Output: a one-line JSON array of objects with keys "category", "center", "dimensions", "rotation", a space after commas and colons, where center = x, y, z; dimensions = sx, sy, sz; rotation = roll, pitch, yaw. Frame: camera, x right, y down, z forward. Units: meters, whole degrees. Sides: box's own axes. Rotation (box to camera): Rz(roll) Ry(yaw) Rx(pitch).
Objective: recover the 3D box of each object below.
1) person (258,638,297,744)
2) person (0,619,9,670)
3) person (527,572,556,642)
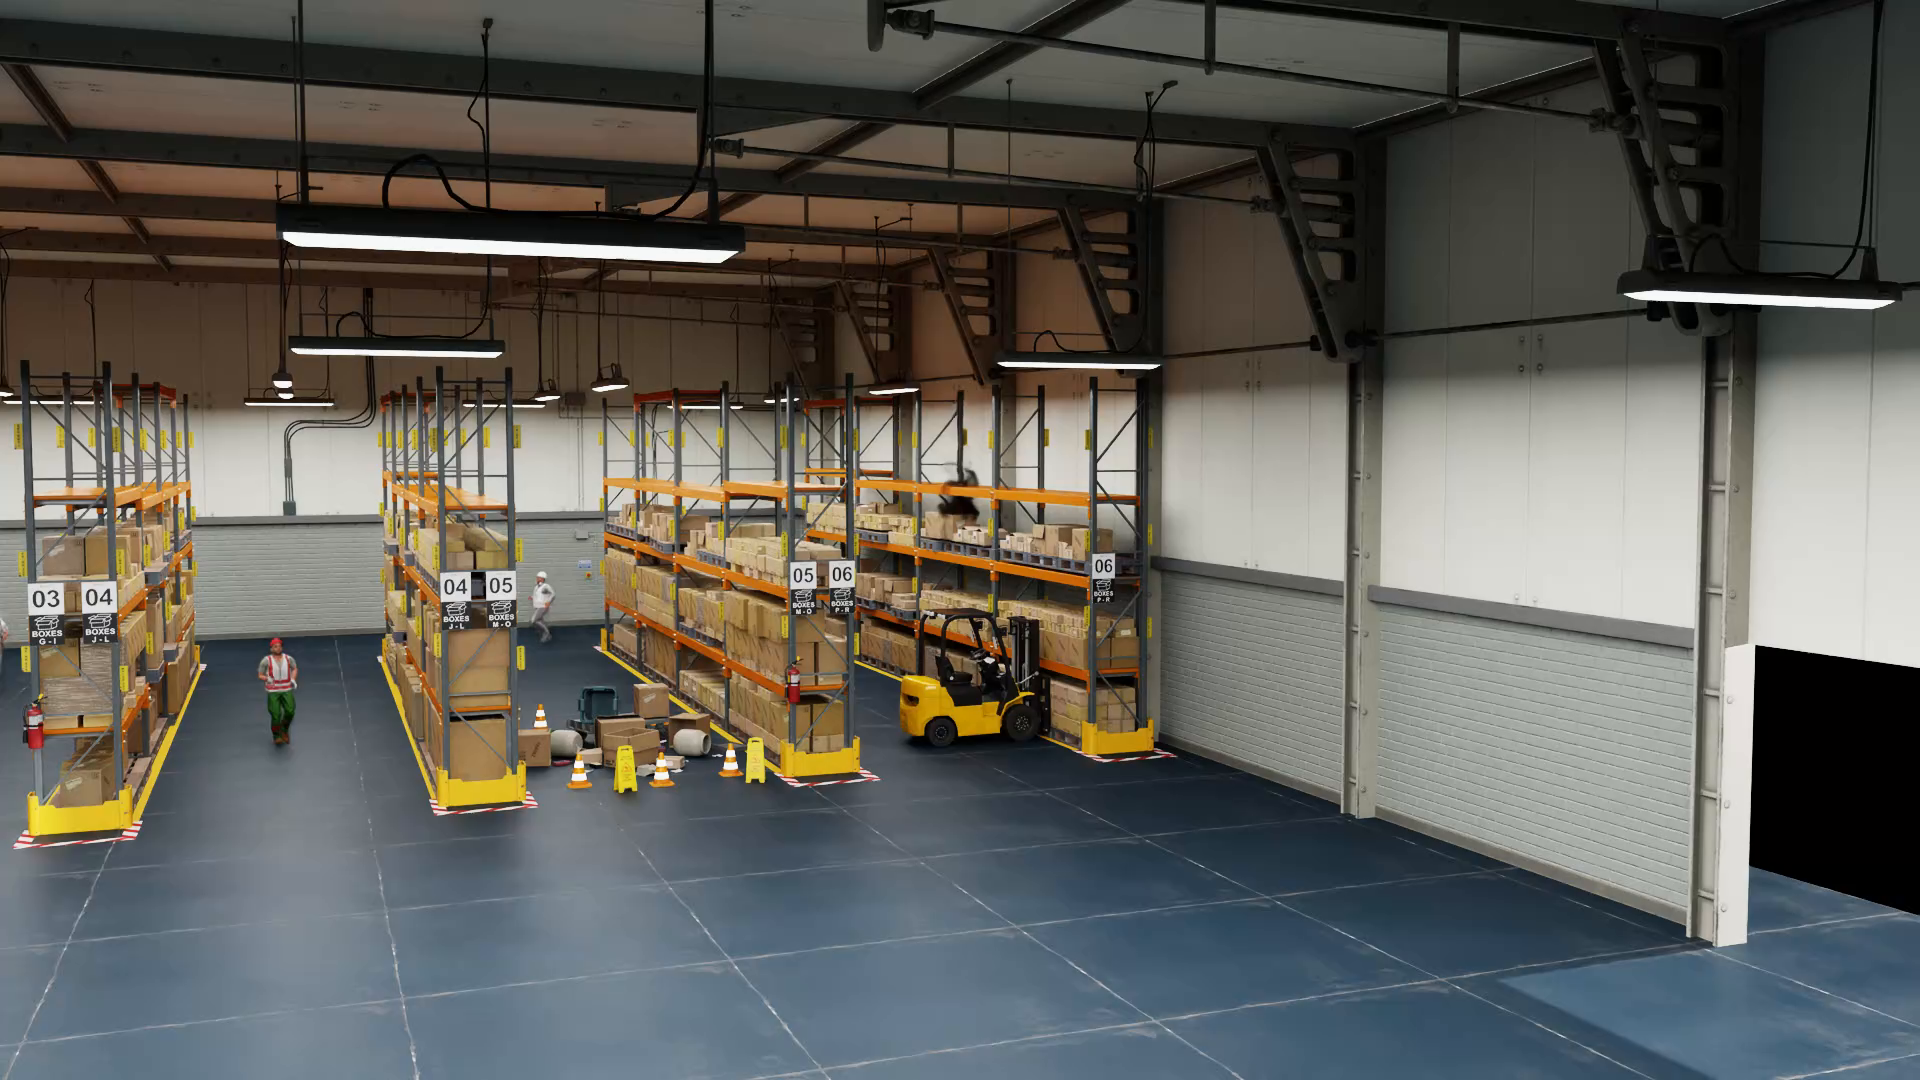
[{"category": "person", "center": [-11.095, 2.478, 27.150], "dimensions": [0.640, 1.746, 0.607], "rotation": [-2, 4, -33]}, {"category": "person", "center": [-19.359, 2.141, 33.197], "dimensions": [0.675, 1.736, 0.599], "rotation": [-2, 4, -28]}, {"category": "person", "center": [-10.349, 1.653, 40.969], "dimensions": [0.650, 1.735, 0.635], "rotation": [-3, 4, -39]}]
